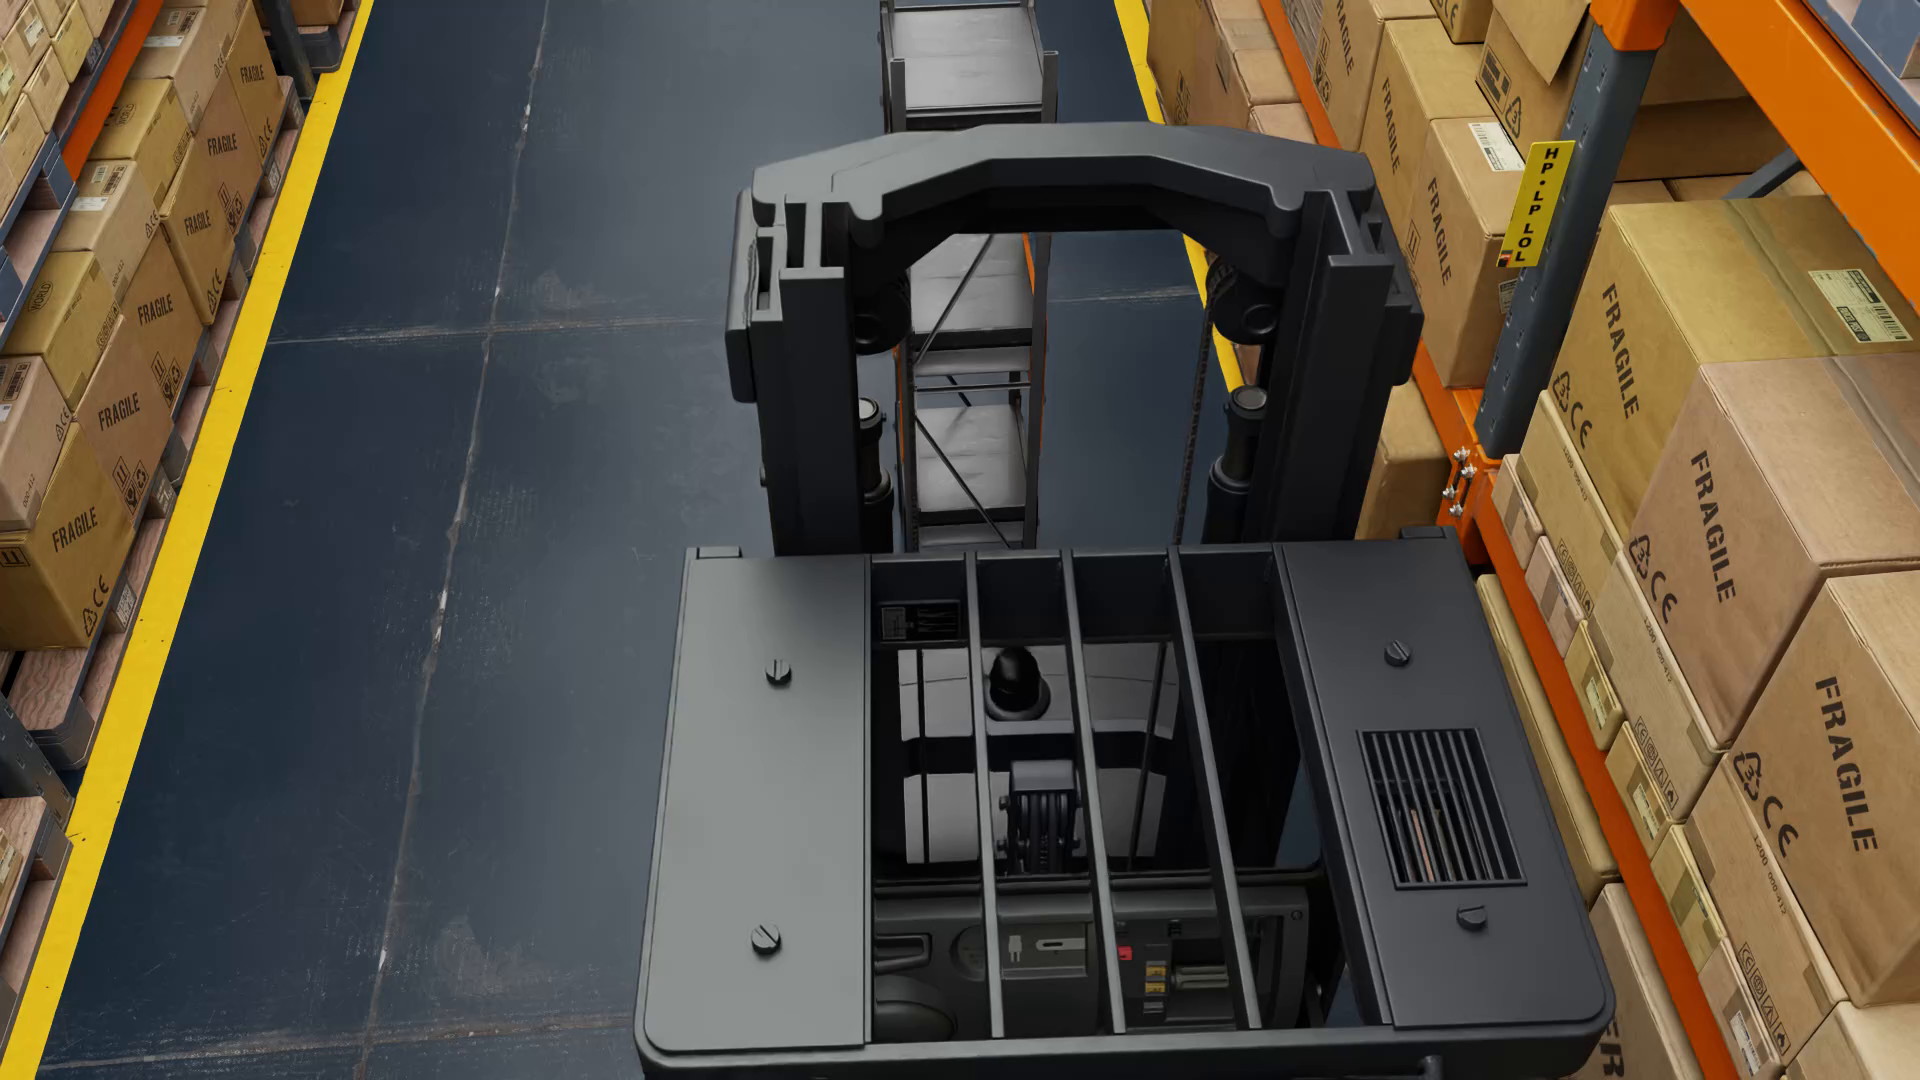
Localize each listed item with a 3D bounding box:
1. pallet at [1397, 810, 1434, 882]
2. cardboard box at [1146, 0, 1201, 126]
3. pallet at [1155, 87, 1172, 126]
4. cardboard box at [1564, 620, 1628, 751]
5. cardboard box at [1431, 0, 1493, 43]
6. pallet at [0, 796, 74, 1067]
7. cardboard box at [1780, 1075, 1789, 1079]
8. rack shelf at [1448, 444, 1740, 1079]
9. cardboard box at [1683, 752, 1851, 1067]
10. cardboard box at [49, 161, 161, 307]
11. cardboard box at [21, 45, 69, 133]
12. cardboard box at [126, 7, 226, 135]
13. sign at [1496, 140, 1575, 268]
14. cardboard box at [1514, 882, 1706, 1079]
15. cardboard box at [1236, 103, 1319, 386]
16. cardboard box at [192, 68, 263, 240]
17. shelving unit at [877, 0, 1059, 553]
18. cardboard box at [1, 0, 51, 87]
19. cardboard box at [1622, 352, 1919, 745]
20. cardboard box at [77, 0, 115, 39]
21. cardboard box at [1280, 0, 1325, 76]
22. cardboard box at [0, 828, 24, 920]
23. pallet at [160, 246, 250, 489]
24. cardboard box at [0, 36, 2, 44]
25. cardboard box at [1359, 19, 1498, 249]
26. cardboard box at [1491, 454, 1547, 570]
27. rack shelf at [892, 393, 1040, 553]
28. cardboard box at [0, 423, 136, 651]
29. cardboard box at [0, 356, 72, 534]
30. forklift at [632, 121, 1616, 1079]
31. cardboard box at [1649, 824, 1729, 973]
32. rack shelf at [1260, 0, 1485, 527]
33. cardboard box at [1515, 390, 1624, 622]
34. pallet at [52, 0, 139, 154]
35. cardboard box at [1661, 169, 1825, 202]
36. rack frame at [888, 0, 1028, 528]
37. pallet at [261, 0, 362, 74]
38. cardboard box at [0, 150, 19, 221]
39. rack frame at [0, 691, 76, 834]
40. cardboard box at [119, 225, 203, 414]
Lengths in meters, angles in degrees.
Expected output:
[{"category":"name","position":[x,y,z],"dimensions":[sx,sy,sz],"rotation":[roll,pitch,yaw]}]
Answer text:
[{"category":"pallet","position":[1.784,1.116,4.548],"dimensions":[1.003,0.211,1.213],"rotation":[-3,47,-3]},{"category":"cardboard box","position":[1.500,-2.205,6.947],"dimensions":[1.225,0.875,0.875],"rotation":[-5,47,-5]},{"category":"pallet","position":[1.454,-1.758,7.270],"dimensions":[1.003,0.211,1.213],"rotation":[-3,47,-3]},{"category":"cardboard box","position":[1.536,0.303,3.570],"dimensions":[0.380,0.149,0.250],"rotation":[-2,47,-2]},{"category":"cardboard box","position":[1.690,-1.736,4.569],"dimensions":[0.797,0.503,0.637],"rotation":[-3,47,-3]},{"category":"pallet","position":[-3.062,1.273,4.399],"dimensions":[1.003,0.211,1.213],"rotation":[-3,47,-3]},{"category":"cardboard box","position":[1.623,1.050,2.862],"dimensions":[0.380,0.149,0.250],"rotation":[-5,47,-4]},{"category":"rack shelf","position":[1.965,1.296,2.952],"dimensions":[1.077,0.370,4.000],"rotation":[-3,47,-3]},{"category":"cardboard box","position":[1.662,0.642,2.975],"dimensions":[0.500,0.250,0.500],"rotation":[-2,47,-2]},{"category":"cardboard box","position":[-3.037,-1.018,5.564],"dimensions":[0.500,0.250,0.500],"rotation":[-2,47,-2]},{"category":"cardboard box","position":[-2.815,-1.288,4.788],"dimensions":[0.380,0.149,0.250],"rotation":[-5,47,-5]},{"category":"cardboard box","position":[-3.116,-1.763,6.270],"dimensions":[0.500,0.250,0.500],"rotation":[-3,47,-3]},{"category":"sign","position":[1.258,-0.729,3.632],"dimensions":[0.100,0.325,0.005],"rotation":[-3,47,-3]},{"category":"cardboard box","position":[1.849,1.322,3.606],"dimensions":[0.875,0.875,0.875],"rotation":[-3,47,-3]},{"category":"cardboard box","position":[1.649,-0.920,5.730],"dimensions":[1.225,0.875,0.875],"rotation":[-5,47,-5]},{"category":"cardboard box","position":[-3.133,-1.512,6.549],"dimensions":[0.500,0.500,0.500],"rotation":[-2,47,-2]},{"category":"shelving unit","position":[0.014,-0.602,4.874],"dimensions":[0.431,2.100,0.503],"rotation":[-3,47,-3]},{"category":"cardboard box","position":[-2.820,-1.400,4.689],"dimensions":[0.380,0.149,0.250],"rotation":[-2,47,-2]},{"category":"cardboard box","position":[1.617,0.012,3.054],"dimensions":[0.500,0.500,0.500],"rotation":[-3,47,-3]},{"category":"cardboard box","position":[-2.860,-1.668,5.147],"dimensions":[0.380,0.149,0.250],"rotation":[-5,47,-5]},{"category":"cardboard box","position":[1.364,-1.853,5.370],"dimensions":[0.500,0.500,0.500],"rotation":[-3,47,-3]},{"category":"cardboard box","position":[-2.781,0.929,4.478],"dimensions":[0.380,0.149,0.250],"rotation":[-3,47,-3]},{"category":"pallet","position":[-3.325,-0.659,6.229],"dimensions":[1.003,0.211,1.213],"rotation":[-3,47,-3]},{"category":"cardboard box","position":[-2.794,-1.313,4.402],"dimensions":[0.380,0.149,0.250],"rotation":[-4,47,-4]},{"category":"cardboard box","position":[1.452,-1.113,4.669],"dimensions":[0.500,0.500,0.500],"rotation":[-2,47,-2]},{"category":"cardboard box","position":[1.491,-0.077,3.930],"dimensions":[0.380,0.149,0.250],"rotation":[-3,47,-3]},{"category":"rack shelf","position":[0.014,-0.112,5.392],"dimensions":[0.431,0.518,0.480],"rotation":[-3,47,-3]},{"category":"cardboard box","position":[-2.951,-0.005,5.121],"dimensions":[0.500,0.500,0.500],"rotation":[-2,47,-2]},{"category":"cardboard box","position":[-2.952,-0.263,4.849],"dimensions":[0.500,0.250,0.500],"rotation":[-5,47,-5]},{"category":"forklift","position":[0.169,0.922,2.858],"dimensions":[1.130,2.935,3.031],"rotation":[-2,47,-2]},{"category":"cardboard box","position":[1.581,0.678,3.215],"dimensions":[0.380,0.149,0.250],"rotation":[-4,47,-4]},{"category":"rack shelf","position":[1.631,-1.598,5.693],"dimensions":[1.077,0.370,4.000],"rotation":[-3,47,-3]},{"category":"cardboard box","position":[1.576,-0.093,3.670],"dimensions":[0.500,0.250,0.500],"rotation":[-4,47,-4]},{"category":"pallet","position":[-3.281,-1.568,5.301],"dimensions":[1.003,0.211,1.213],"rotation":[-3,47,-3]},{"category":"cardboard box","position":[2.009,-0.780,4.354],"dimensions":[0.500,0.500,0.500],"rotation":[-3,47,-3]},{"category":"rack frame","position":[-0.007,-0.779,5.041],"dimensions":[0.400,2.100,0.015],"rotation":[-3,47,-3]},{"category":"pallet","position":[-3.479,-2.680,8.143],"dimensions":[1.003,0.211,1.213],"rotation":[-3,47,-3]},{"category":"cardboard box","position":[-2.774,-0.922,4.441],"dimensions":[0.380,0.149,0.250],"rotation":[-3,47,-3]},{"category":"rack frame","position":[-3.153,-0.170,3.845],"dimensions":[1.000,3.000,0.127],"rotation":[-3,47,-3]},{"category":"cardboard box","position":[-3.054,-0.766,5.842],"dimensions":[0.500,0.500,0.500],"rotation":[-3,47,-3]}]
